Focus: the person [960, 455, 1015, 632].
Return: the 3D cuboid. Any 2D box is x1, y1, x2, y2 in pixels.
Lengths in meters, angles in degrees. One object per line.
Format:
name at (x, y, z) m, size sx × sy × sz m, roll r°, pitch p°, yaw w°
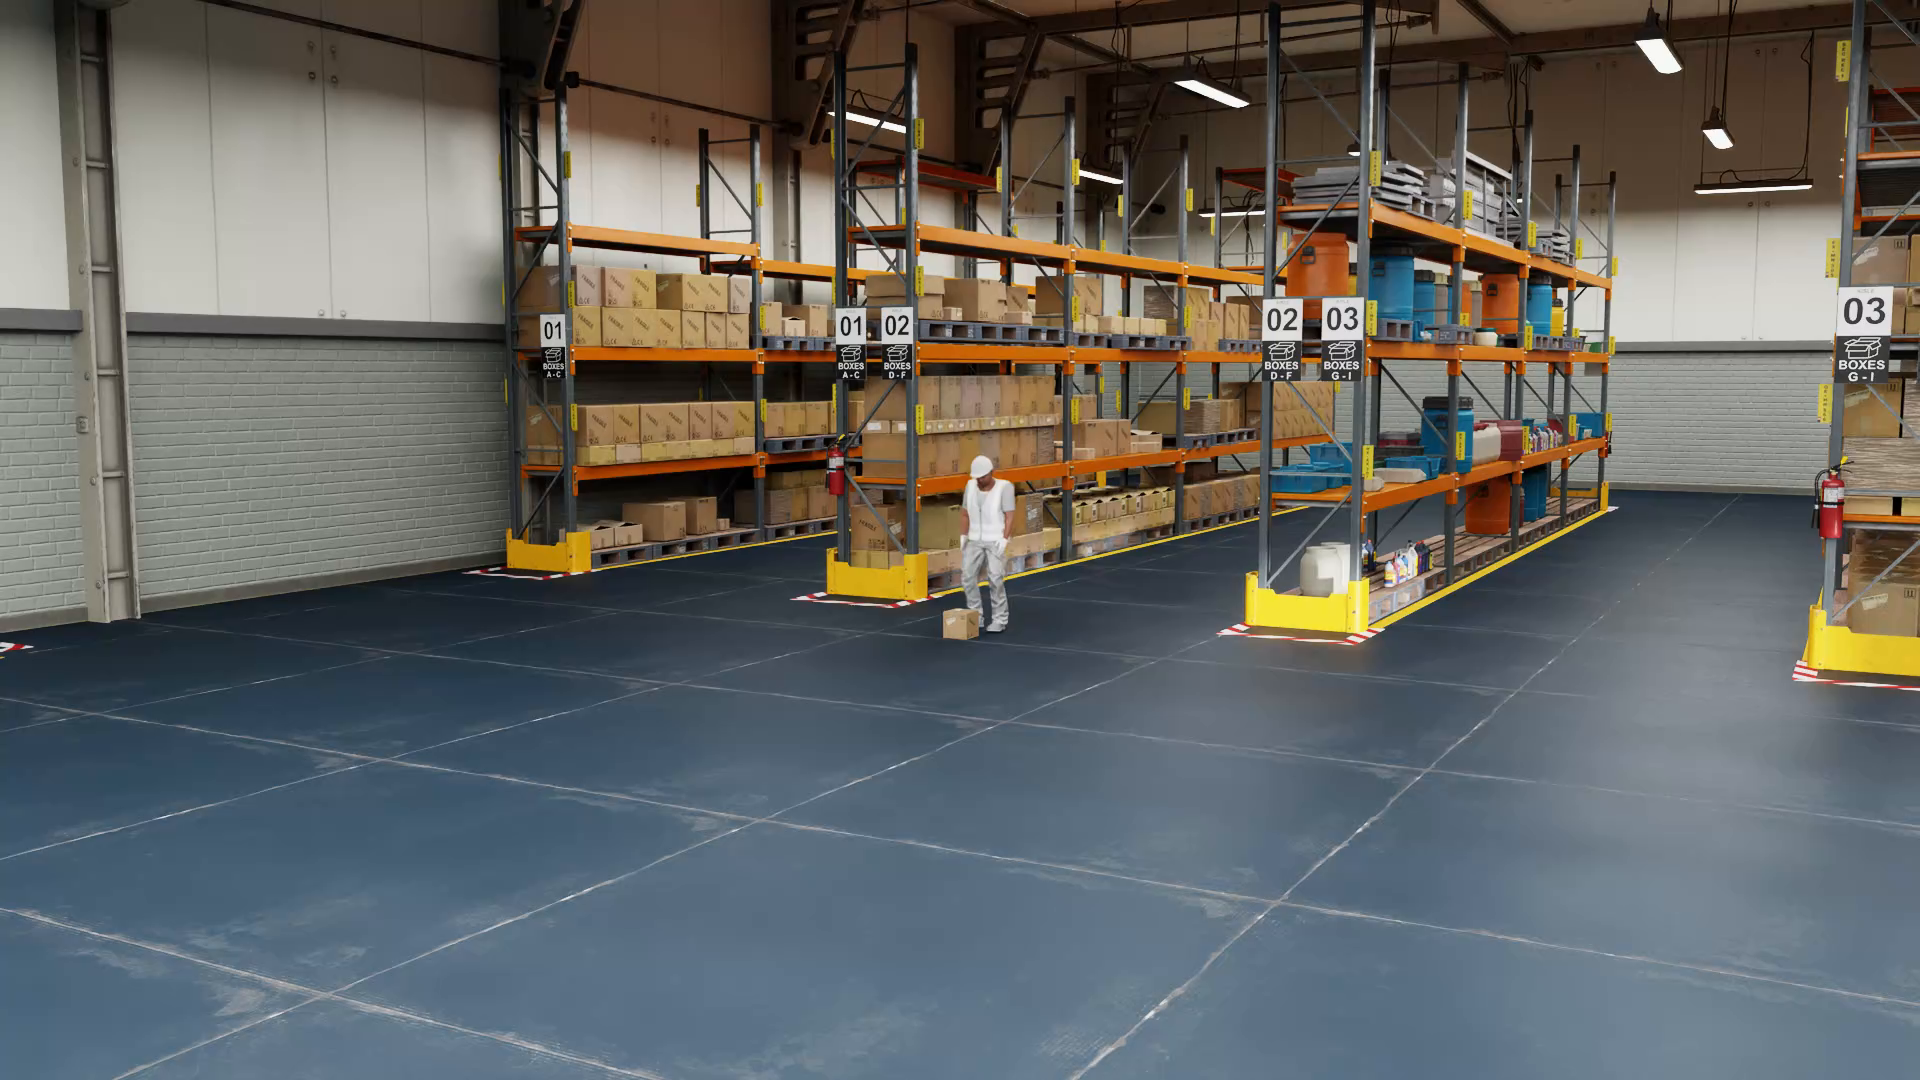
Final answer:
person at (0.265, 0.030, 16.064) m, size 0.580 × 1.709 × 0.497 m, roll 4°, pitch 7°, yaw 31°
